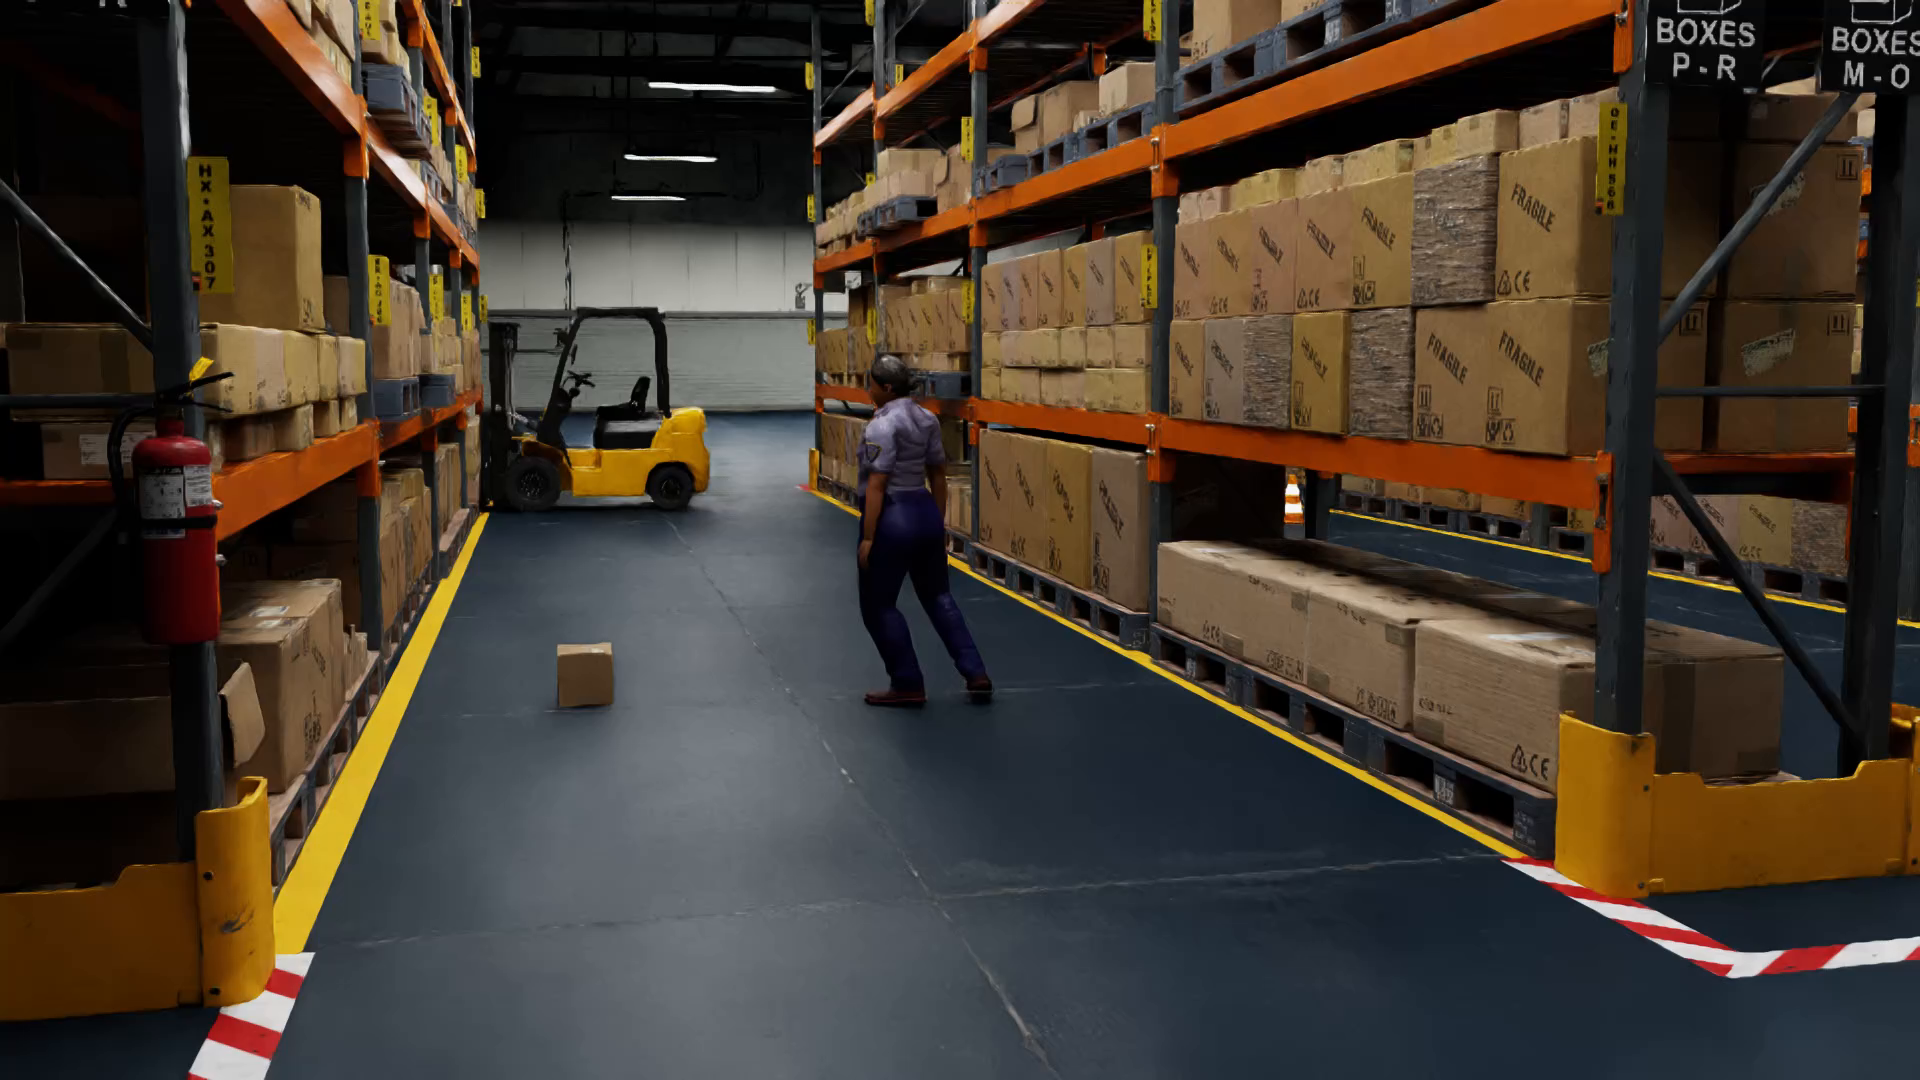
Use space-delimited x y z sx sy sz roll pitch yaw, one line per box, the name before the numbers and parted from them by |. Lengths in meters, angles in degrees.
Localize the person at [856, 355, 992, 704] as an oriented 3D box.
person | -0.162 -0.043 7.745 0.518 1.627 0.678 5 8 38
